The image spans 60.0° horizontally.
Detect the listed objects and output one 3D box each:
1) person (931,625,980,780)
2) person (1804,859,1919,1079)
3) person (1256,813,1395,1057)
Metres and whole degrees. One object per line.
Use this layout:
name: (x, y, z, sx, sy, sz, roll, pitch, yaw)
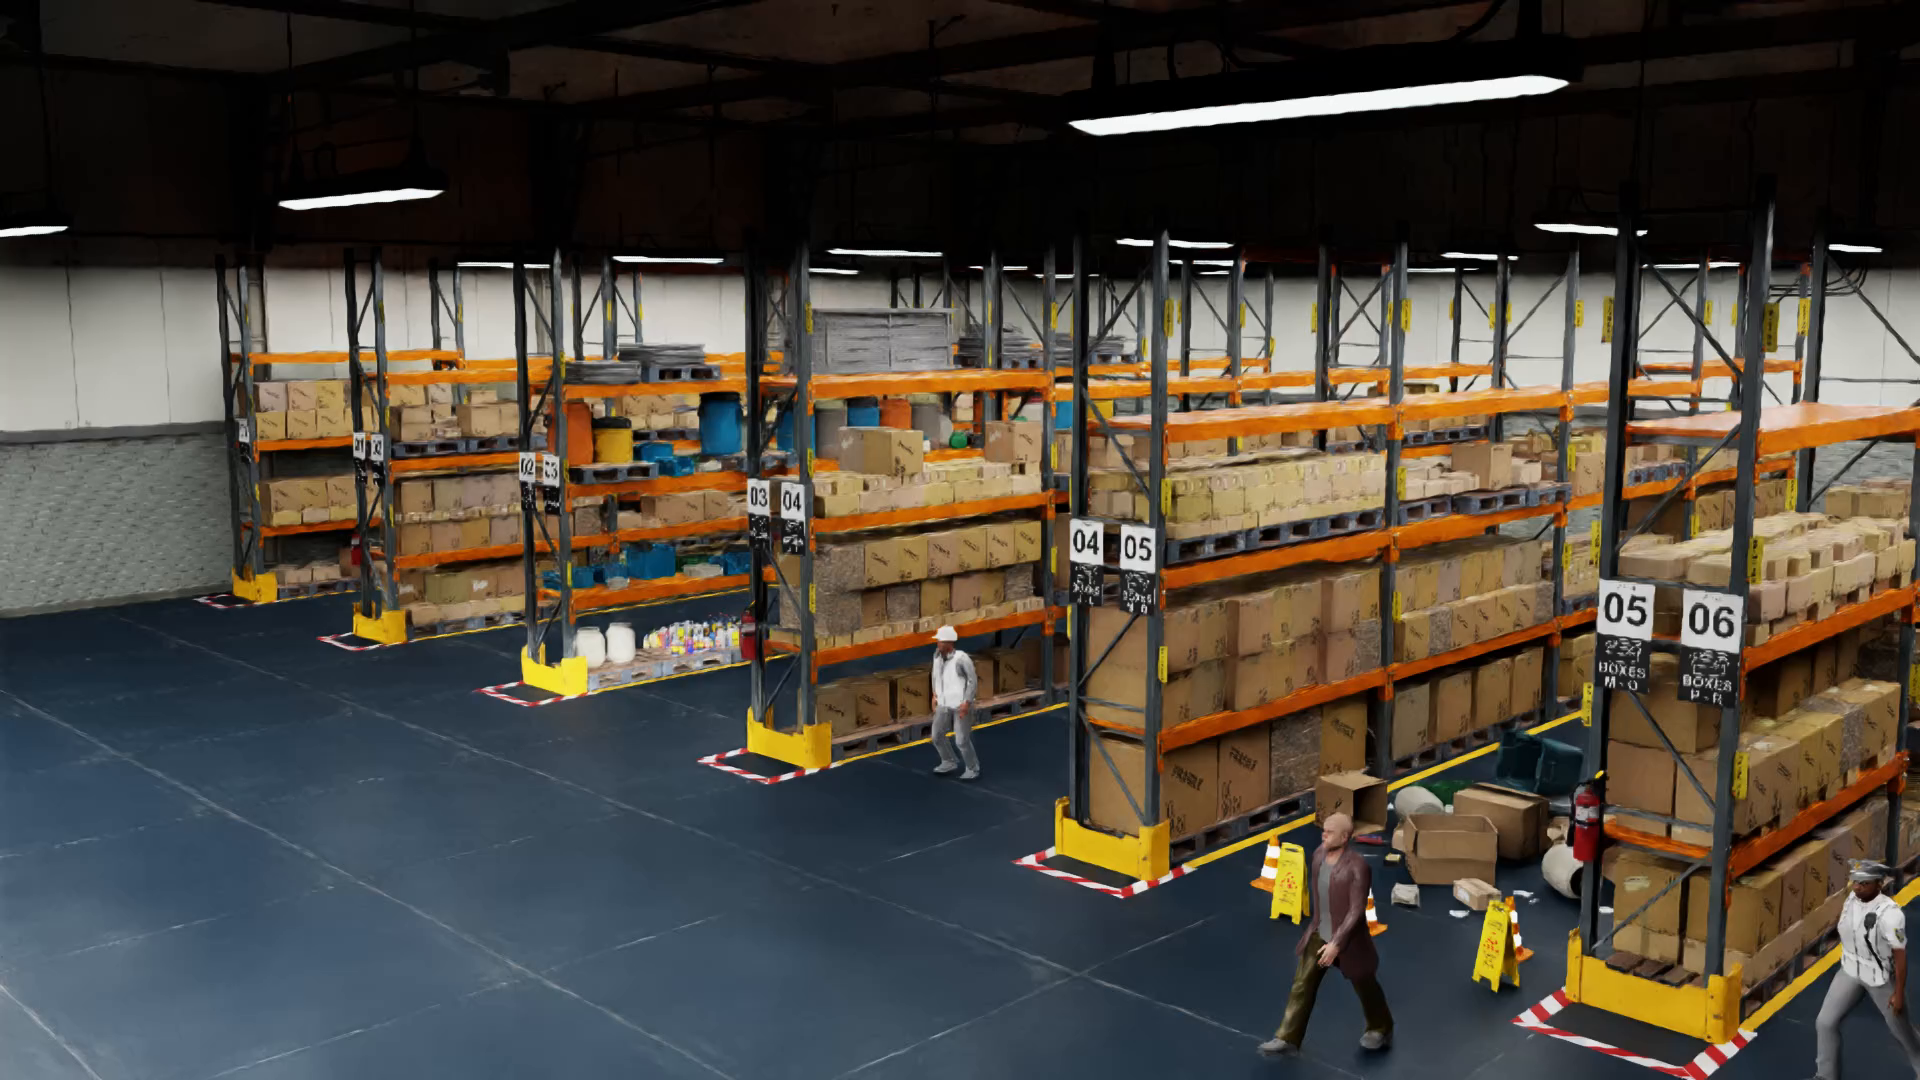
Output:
person: (-0.073, 1.762, 18.130, 0.677, 1.726, 0.574, 7, 11, 42)
person: (5.997, 2.842, 10.858, 0.938, 1.612, 0.498, -4, 9, -24)
person: (2.571, 2.703, 11.384, 1.103, 1.716, 0.573, -6, 10, -36)
